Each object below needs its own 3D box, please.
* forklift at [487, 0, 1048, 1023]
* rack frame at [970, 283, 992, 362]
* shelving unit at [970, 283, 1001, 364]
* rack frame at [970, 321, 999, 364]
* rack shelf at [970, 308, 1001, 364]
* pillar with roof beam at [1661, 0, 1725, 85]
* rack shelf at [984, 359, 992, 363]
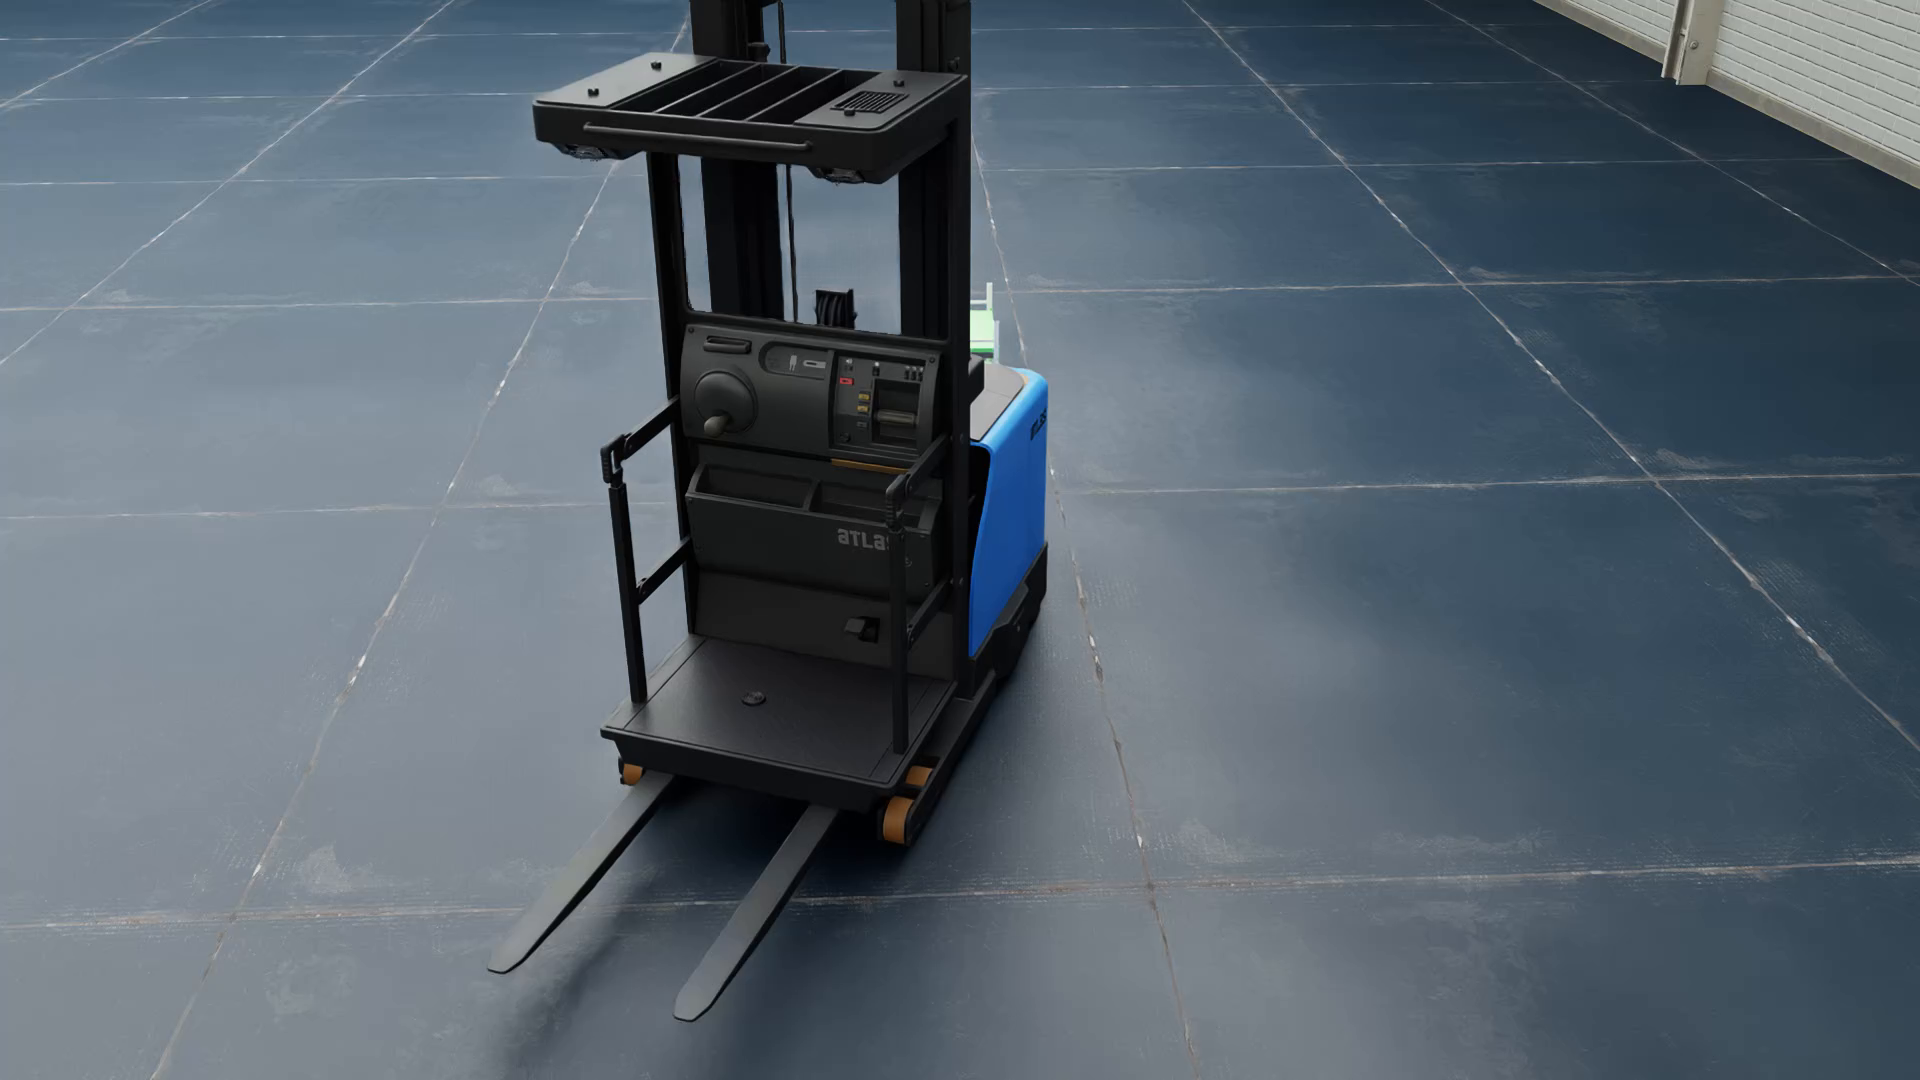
[{"bbox_3d":[-0.583,-0.461,5.464,1.130,2.935,3.031,9,29,17],"label":"forklift"},{"bbox_3d":[0.020,-0.594,7.592,0.240,1.200,0.015,-1,28,-2],"label":"rack frame"},{"bbox_3d":[0.031,-0.481,7.375,0.258,1.200,0.503,-1,28,-2],"label":"shelving unit"},{"bbox_3d":[0.041,-0.369,7.159,0.240,1.200,0.015,-1,28,-2],"label":"rack frame"},{"bbox_3d":[0.031,-0.850,7.183,0.258,0.148,0.480,-1,28,-2],"label":"rack shelf"},{"bbox_3d":[2.885,-8.444,14.210,9.100,9.000,0.400,-1,28,-3],"label":"pillar with roof beam"},{"bbox_3d":[0.031,-0.637,7.294,0.258,0.148,0.480,-1,28,-2],"label":"rack shelf"}]
